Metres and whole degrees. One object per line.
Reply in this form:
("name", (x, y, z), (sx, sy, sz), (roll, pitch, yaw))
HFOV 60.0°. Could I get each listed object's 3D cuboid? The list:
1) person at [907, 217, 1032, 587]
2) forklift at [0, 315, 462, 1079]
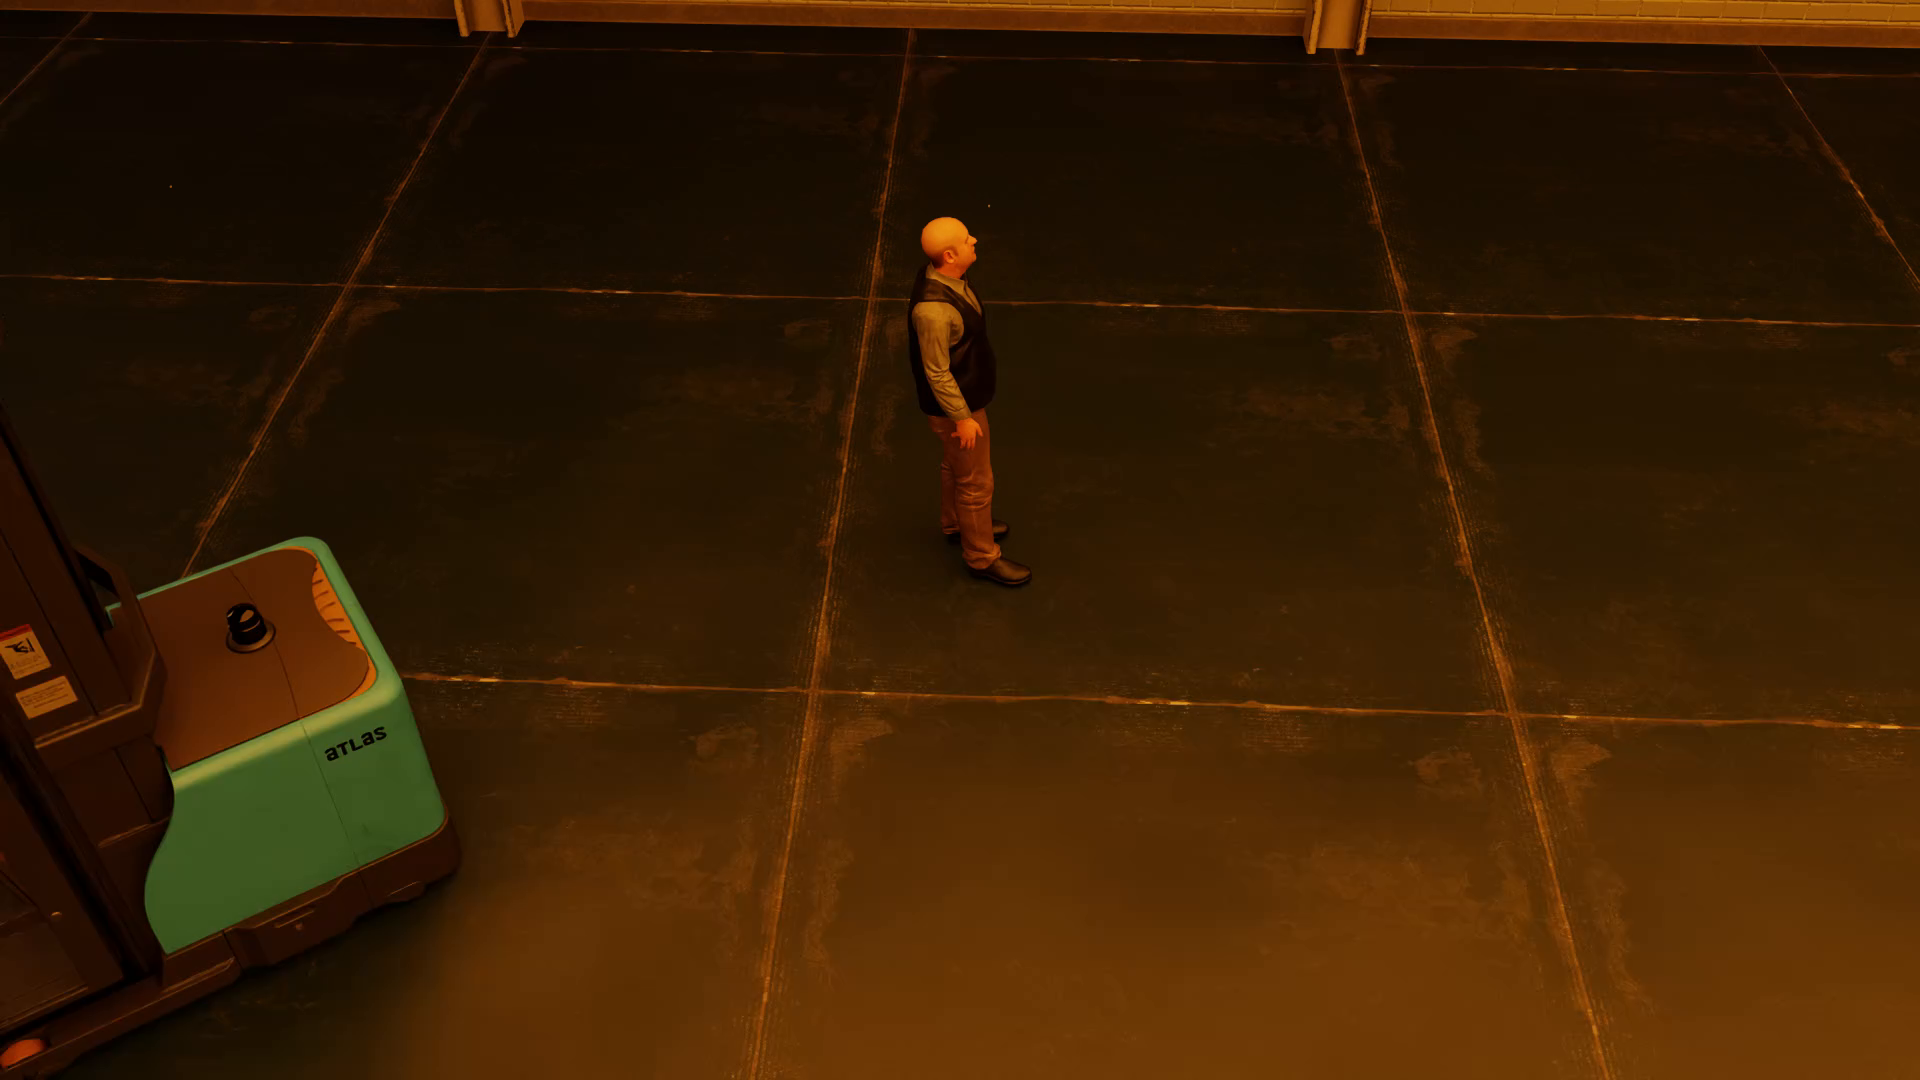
("person", (0.063, -0.634, 7.324), (0.566, 1.722, 0.633), (2, 42, 2))
("forklift", (-3.453, 0.486, 5.210), (3.031, 2.935, 1.130), (-24, 47, -24))
